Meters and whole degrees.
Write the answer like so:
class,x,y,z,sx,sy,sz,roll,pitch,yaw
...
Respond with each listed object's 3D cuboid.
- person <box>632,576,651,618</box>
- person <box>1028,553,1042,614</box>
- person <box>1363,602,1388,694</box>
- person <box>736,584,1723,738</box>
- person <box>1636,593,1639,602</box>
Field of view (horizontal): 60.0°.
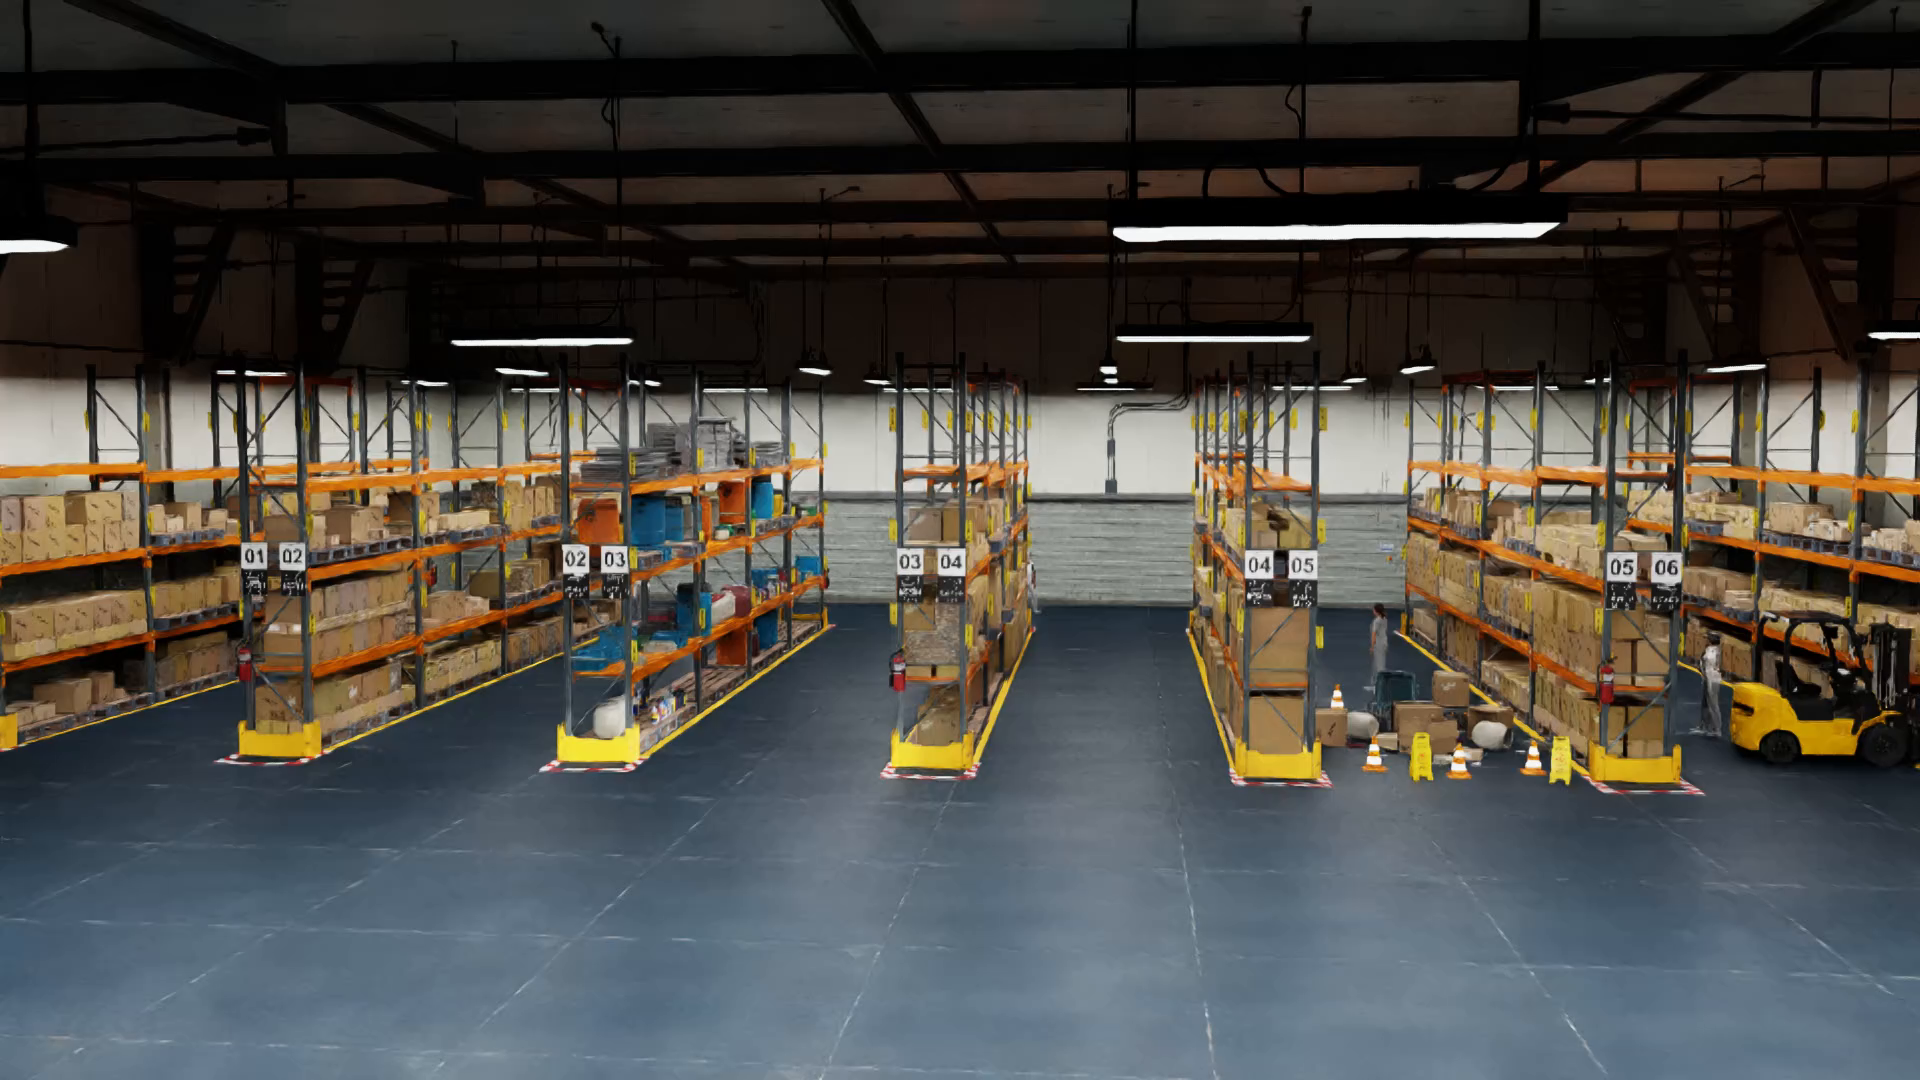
class,x,y,z,sx,sy,sz,roll,pitch,yaw
person,-8.202,1.101,42.497,0.601,1.777,0.555,-2,5,-30
person,-6.218,0.536,21.526,25.315,5.854,39.887,-1,4,-12
person,7.678,1.976,30.619,0.569,1.668,0.562,3,5,34
person,3.710,1.965,30.881,19.080,1.670,1.205,2,5,30
person,13.376,1.790,33.269,0.577,1.662,0.554,2,5,28
